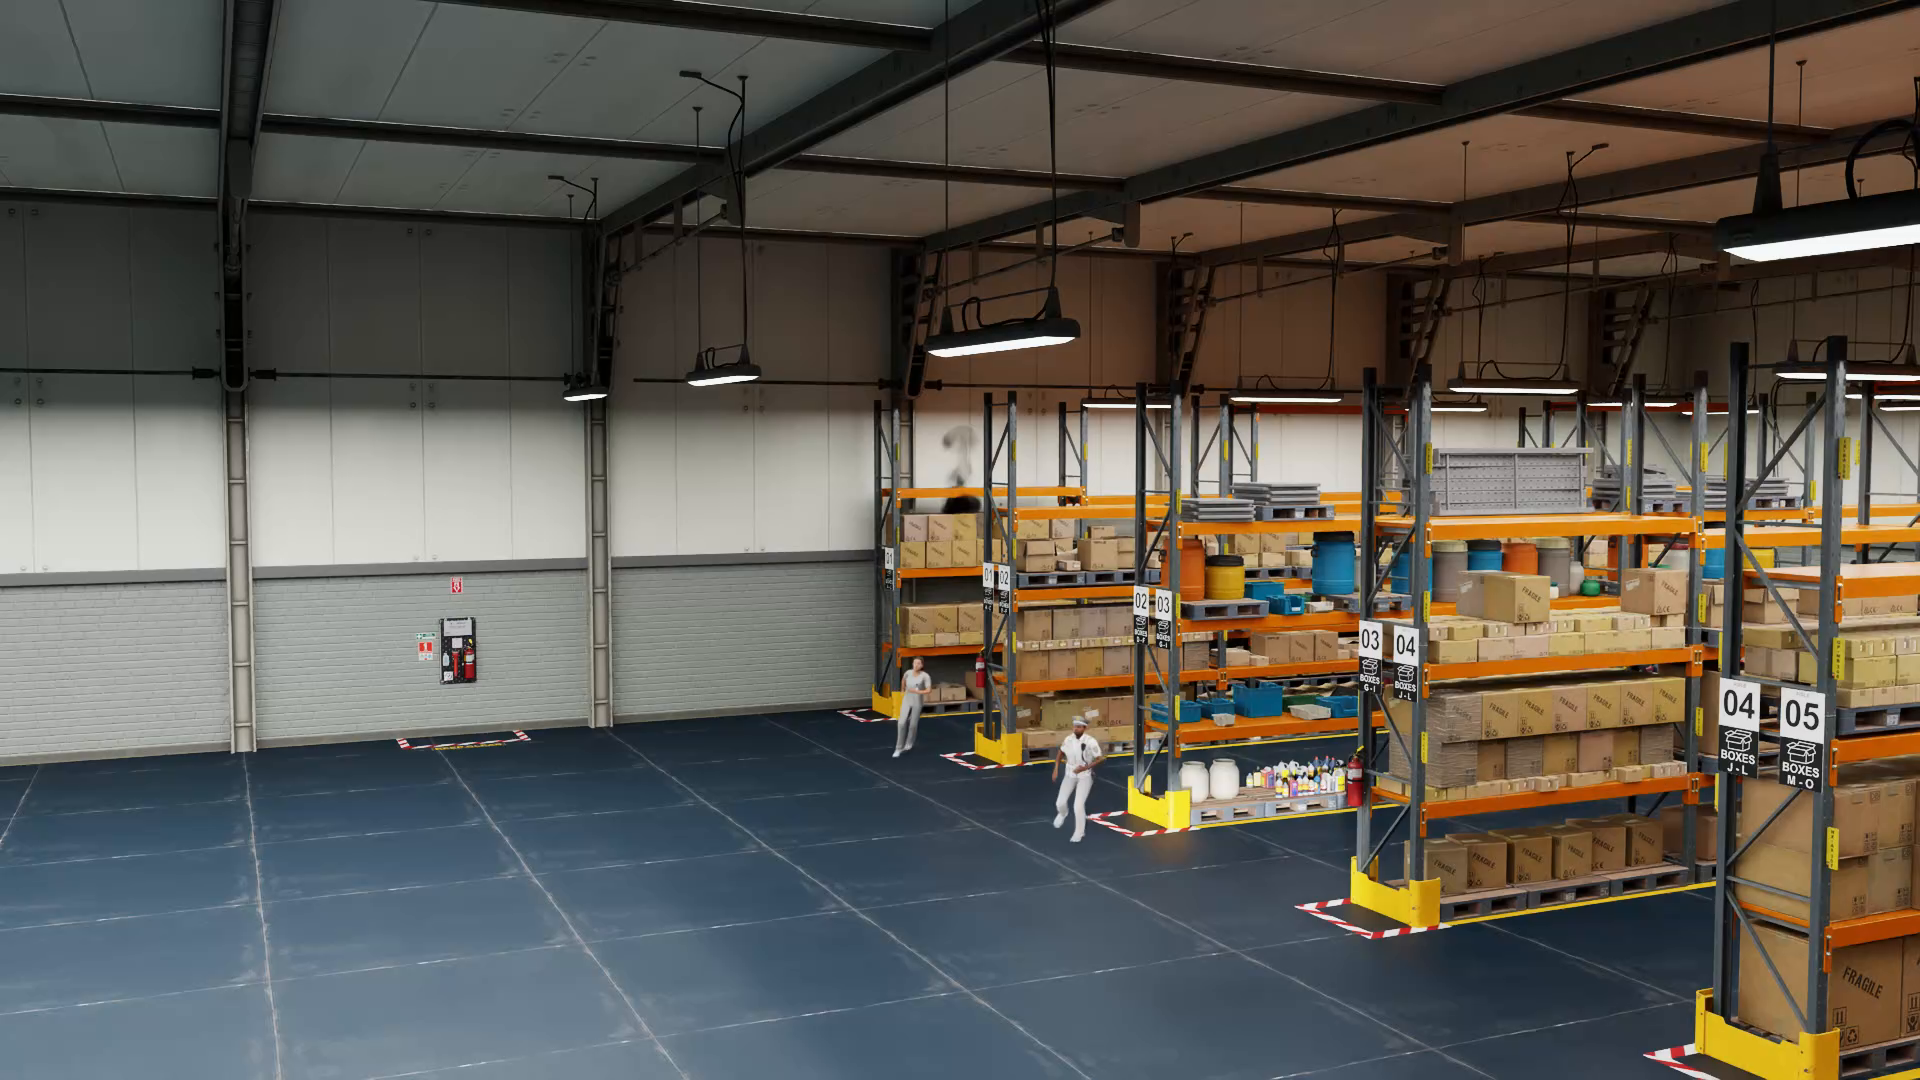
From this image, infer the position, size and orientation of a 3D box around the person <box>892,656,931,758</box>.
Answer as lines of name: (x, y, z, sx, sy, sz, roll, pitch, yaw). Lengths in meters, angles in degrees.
person: (-0.748, 2.756, 27.572, 0.623, 1.701, 0.713, 1, 3, 13)

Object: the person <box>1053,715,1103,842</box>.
person: (1.535, 3.102, 21.733, 0.707, 1.660, 0.506, 1, 4, 20)
